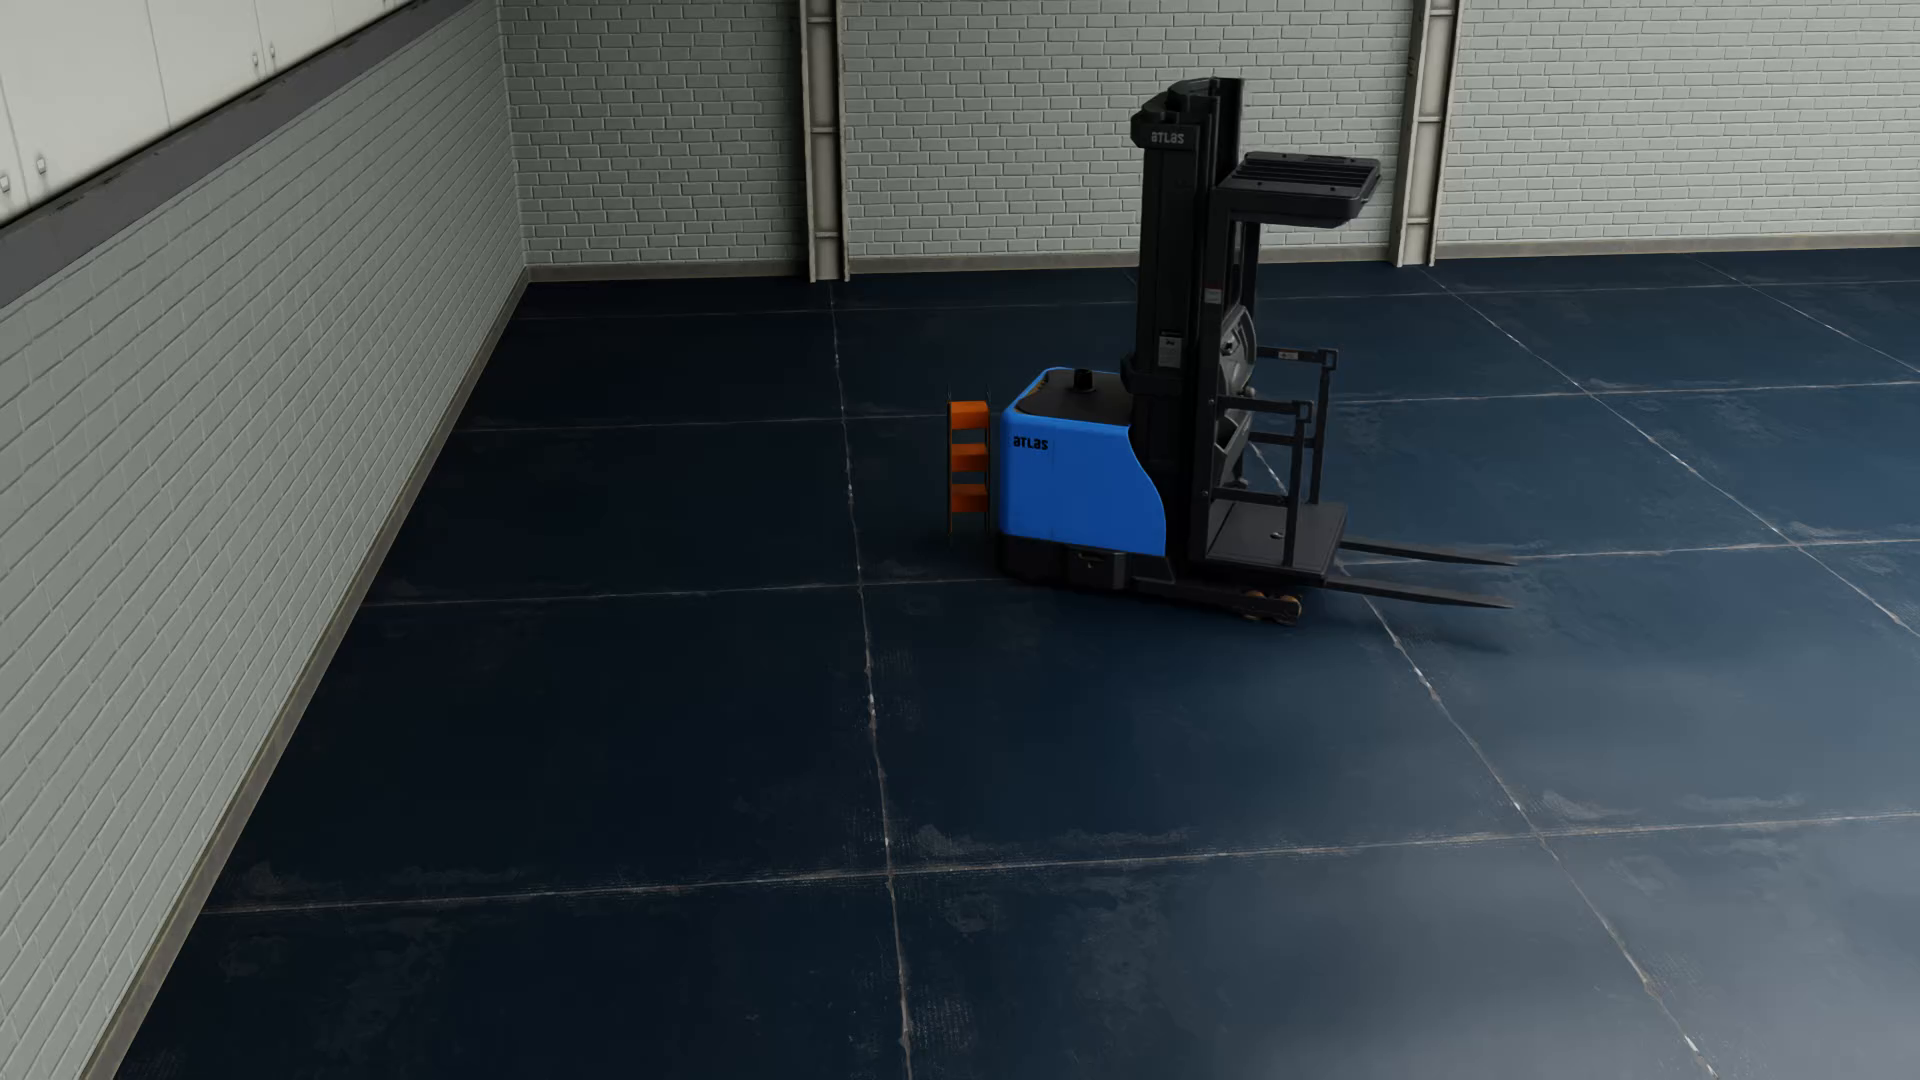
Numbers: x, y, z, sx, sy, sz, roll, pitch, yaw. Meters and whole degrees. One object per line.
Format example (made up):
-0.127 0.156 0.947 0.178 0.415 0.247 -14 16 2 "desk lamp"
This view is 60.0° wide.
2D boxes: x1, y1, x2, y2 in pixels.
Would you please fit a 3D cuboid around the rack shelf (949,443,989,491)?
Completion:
0.053 -0.472 10.546 0.240 0.259 0.215 -2 24 -5 "rack shelf"

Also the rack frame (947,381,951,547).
-0.068 -0.477 10.531 0.008 1.050 0.200 -2 24 -5 "rack frame"

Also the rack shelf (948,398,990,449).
0.053 -0.732 10.431 0.240 0.259 0.215 -2 24 -5 "rack shelf"

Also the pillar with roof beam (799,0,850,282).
-0.888 -5.003 10.926 0.400 9.000 9.100 -2 24 -5 "pillar with roof beam"

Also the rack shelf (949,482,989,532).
0.053 -0.218 10.659 0.240 0.259 0.215 -2 24 -5 "rack shelf"

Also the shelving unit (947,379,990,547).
0.053 -0.482 10.542 0.252 1.050 0.215 -2 24 -5 "shelving unit"

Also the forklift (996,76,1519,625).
1.796 -1.091 9.596 3.031 2.935 1.130 8 25 18 "forklift"

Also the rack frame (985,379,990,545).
0.175 -0.487 10.552 0.008 1.050 0.200 -2 24 -5 "rack frame"

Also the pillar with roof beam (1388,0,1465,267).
5.083 -5.242 11.464 0.400 9.000 9.100 -2 24 -5 "pillar with roof beam"
